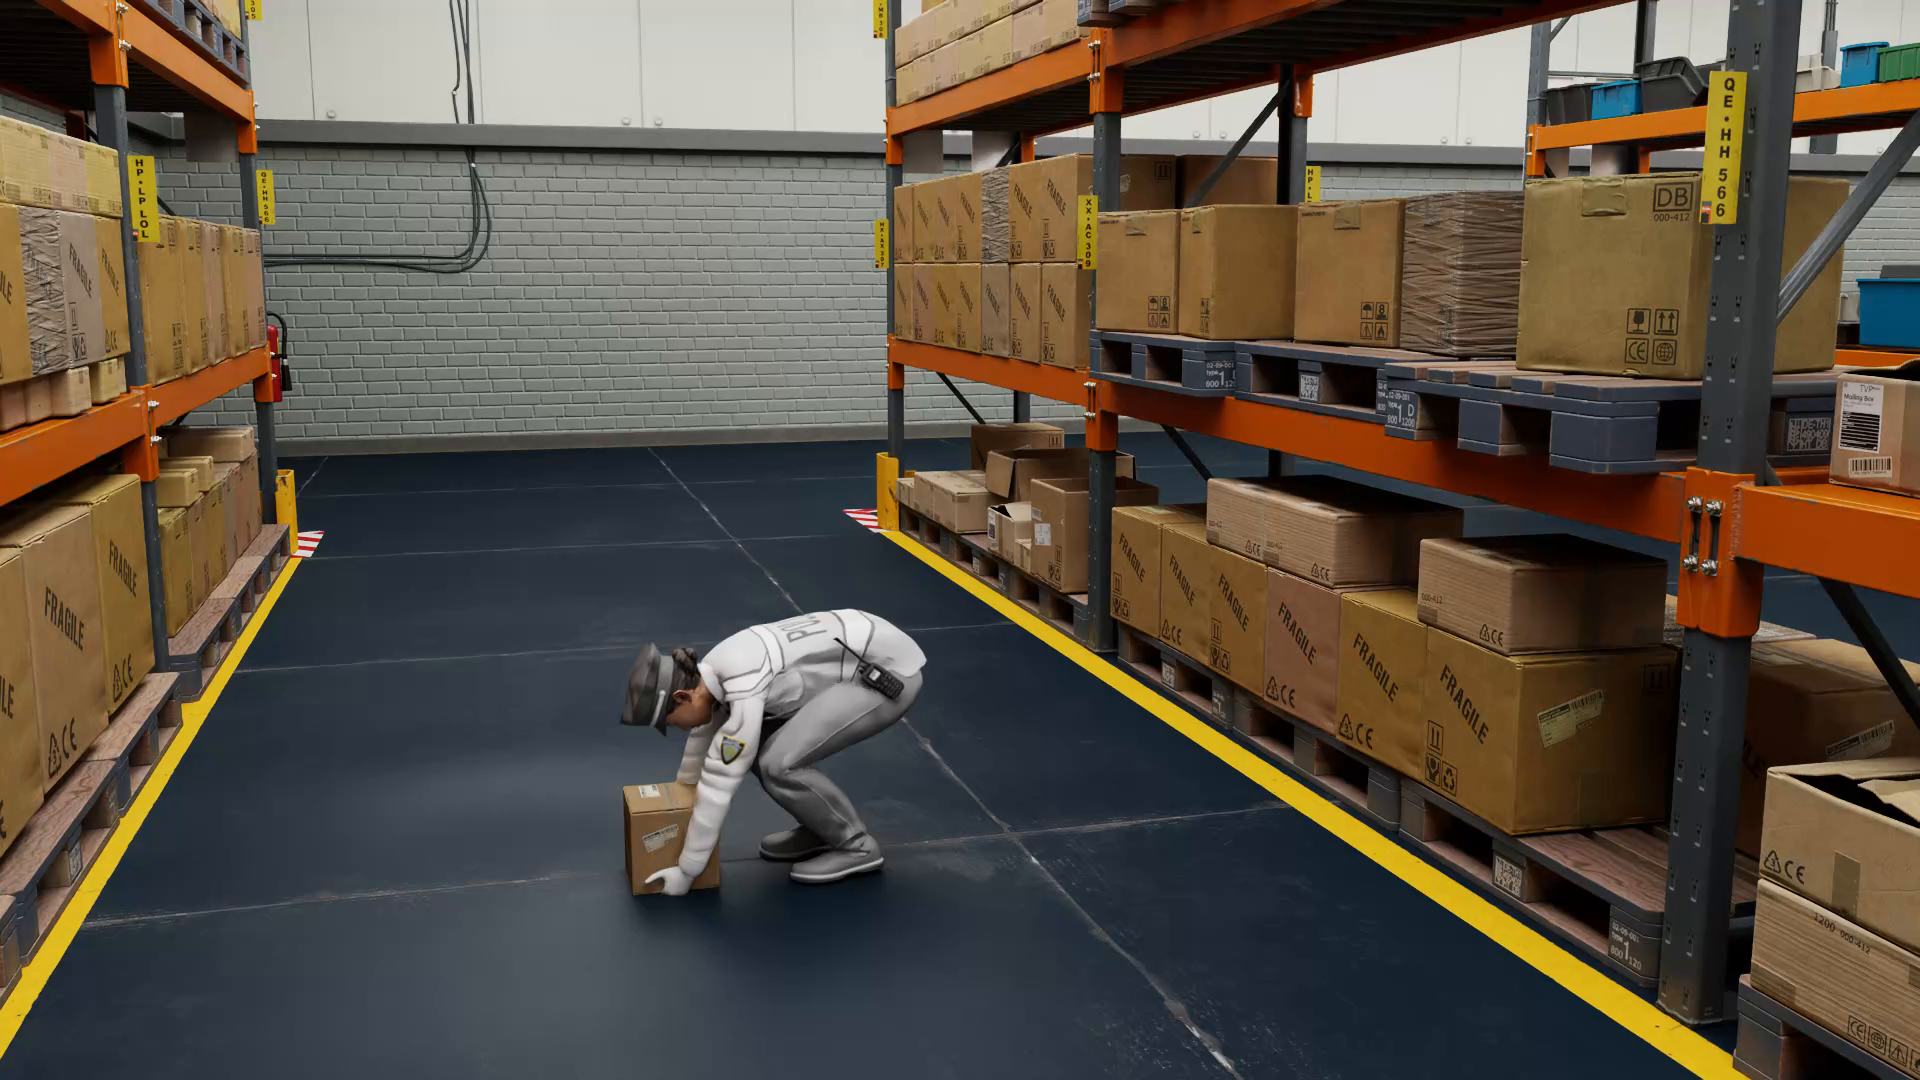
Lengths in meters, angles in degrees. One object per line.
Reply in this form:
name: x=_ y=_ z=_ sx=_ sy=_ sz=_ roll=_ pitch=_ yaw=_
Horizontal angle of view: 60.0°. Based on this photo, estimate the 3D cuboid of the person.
person: x=-0.549 y=0.622 z=4.937 sx=0.908 sy=0.791 sz=0.457 roll=-3 pitch=10 yaw=-18
